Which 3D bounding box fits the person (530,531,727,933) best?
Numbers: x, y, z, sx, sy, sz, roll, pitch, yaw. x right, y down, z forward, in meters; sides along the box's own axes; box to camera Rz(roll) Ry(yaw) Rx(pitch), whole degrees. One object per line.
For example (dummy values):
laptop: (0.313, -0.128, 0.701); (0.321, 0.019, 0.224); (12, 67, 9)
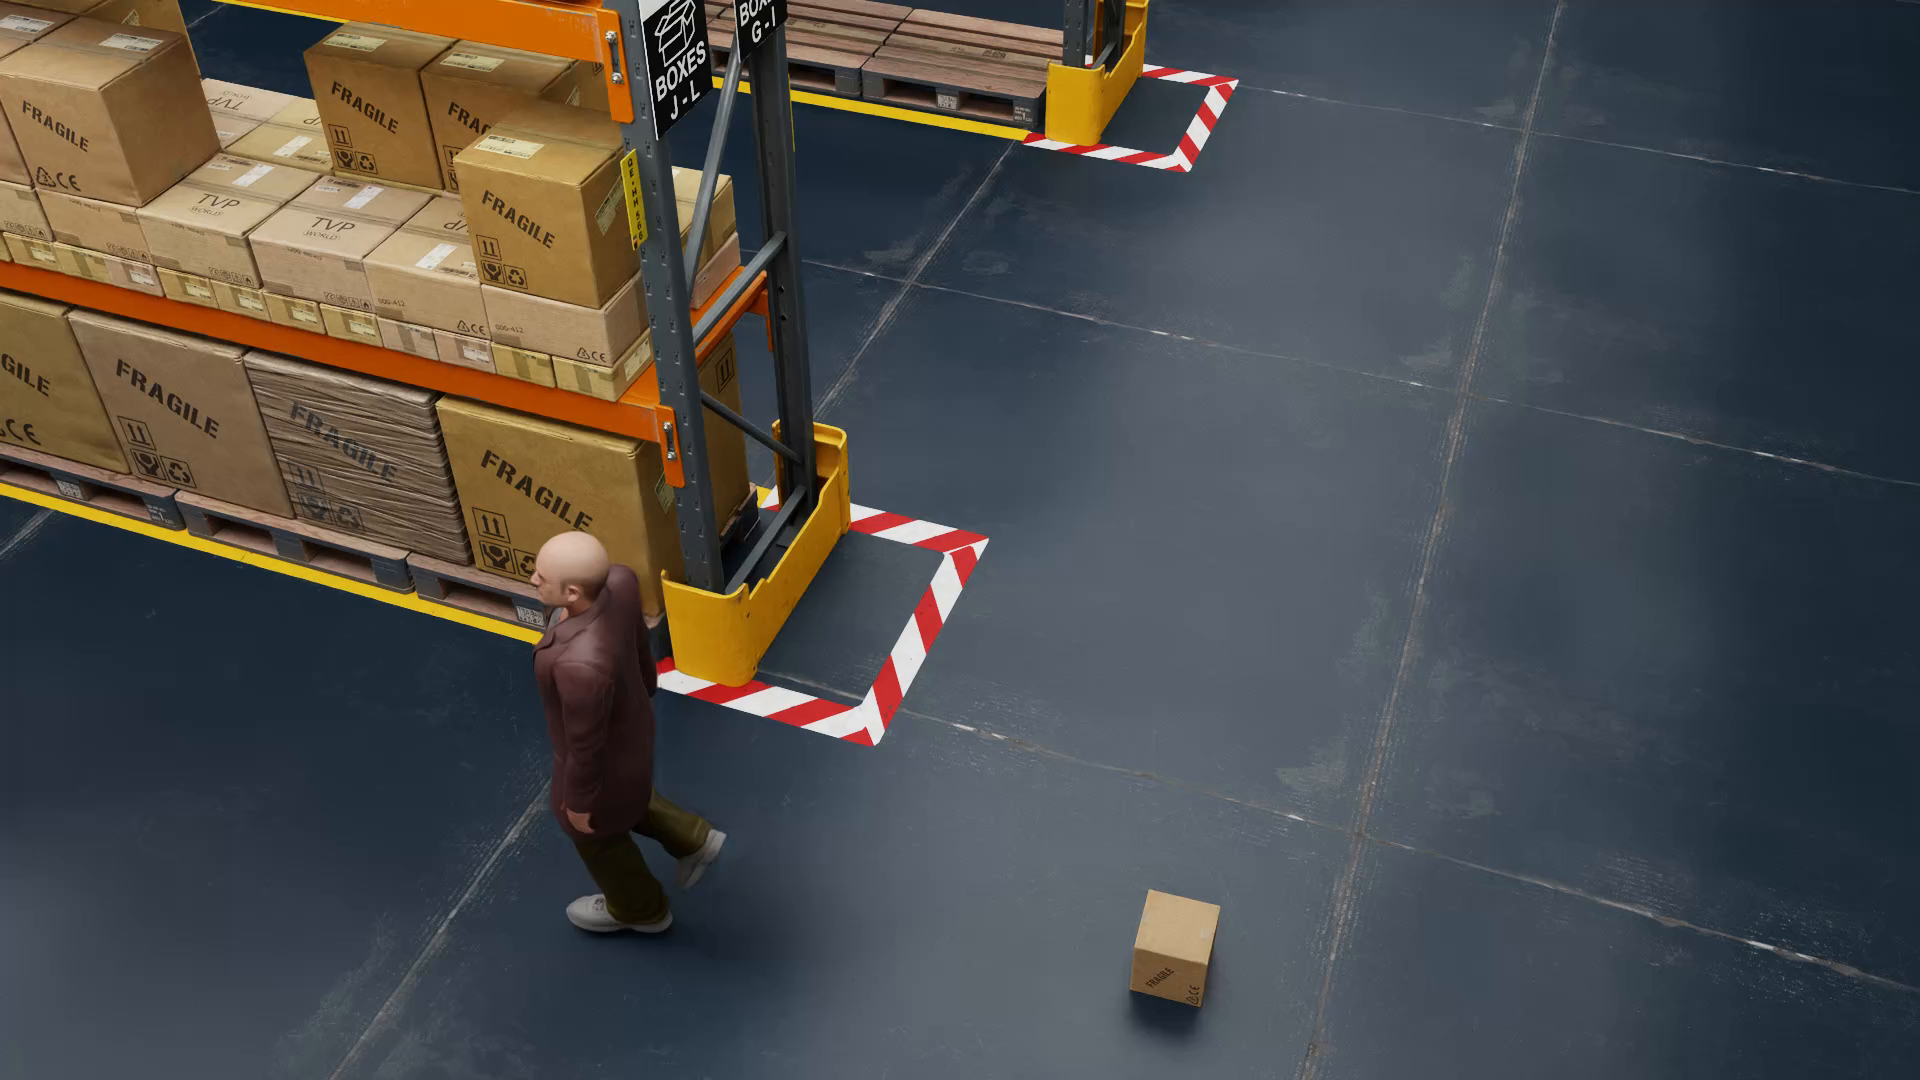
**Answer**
person: (-1.109, 0.653, 5.370); (0.577, 1.768, 0.608); (3, 41, 3)
